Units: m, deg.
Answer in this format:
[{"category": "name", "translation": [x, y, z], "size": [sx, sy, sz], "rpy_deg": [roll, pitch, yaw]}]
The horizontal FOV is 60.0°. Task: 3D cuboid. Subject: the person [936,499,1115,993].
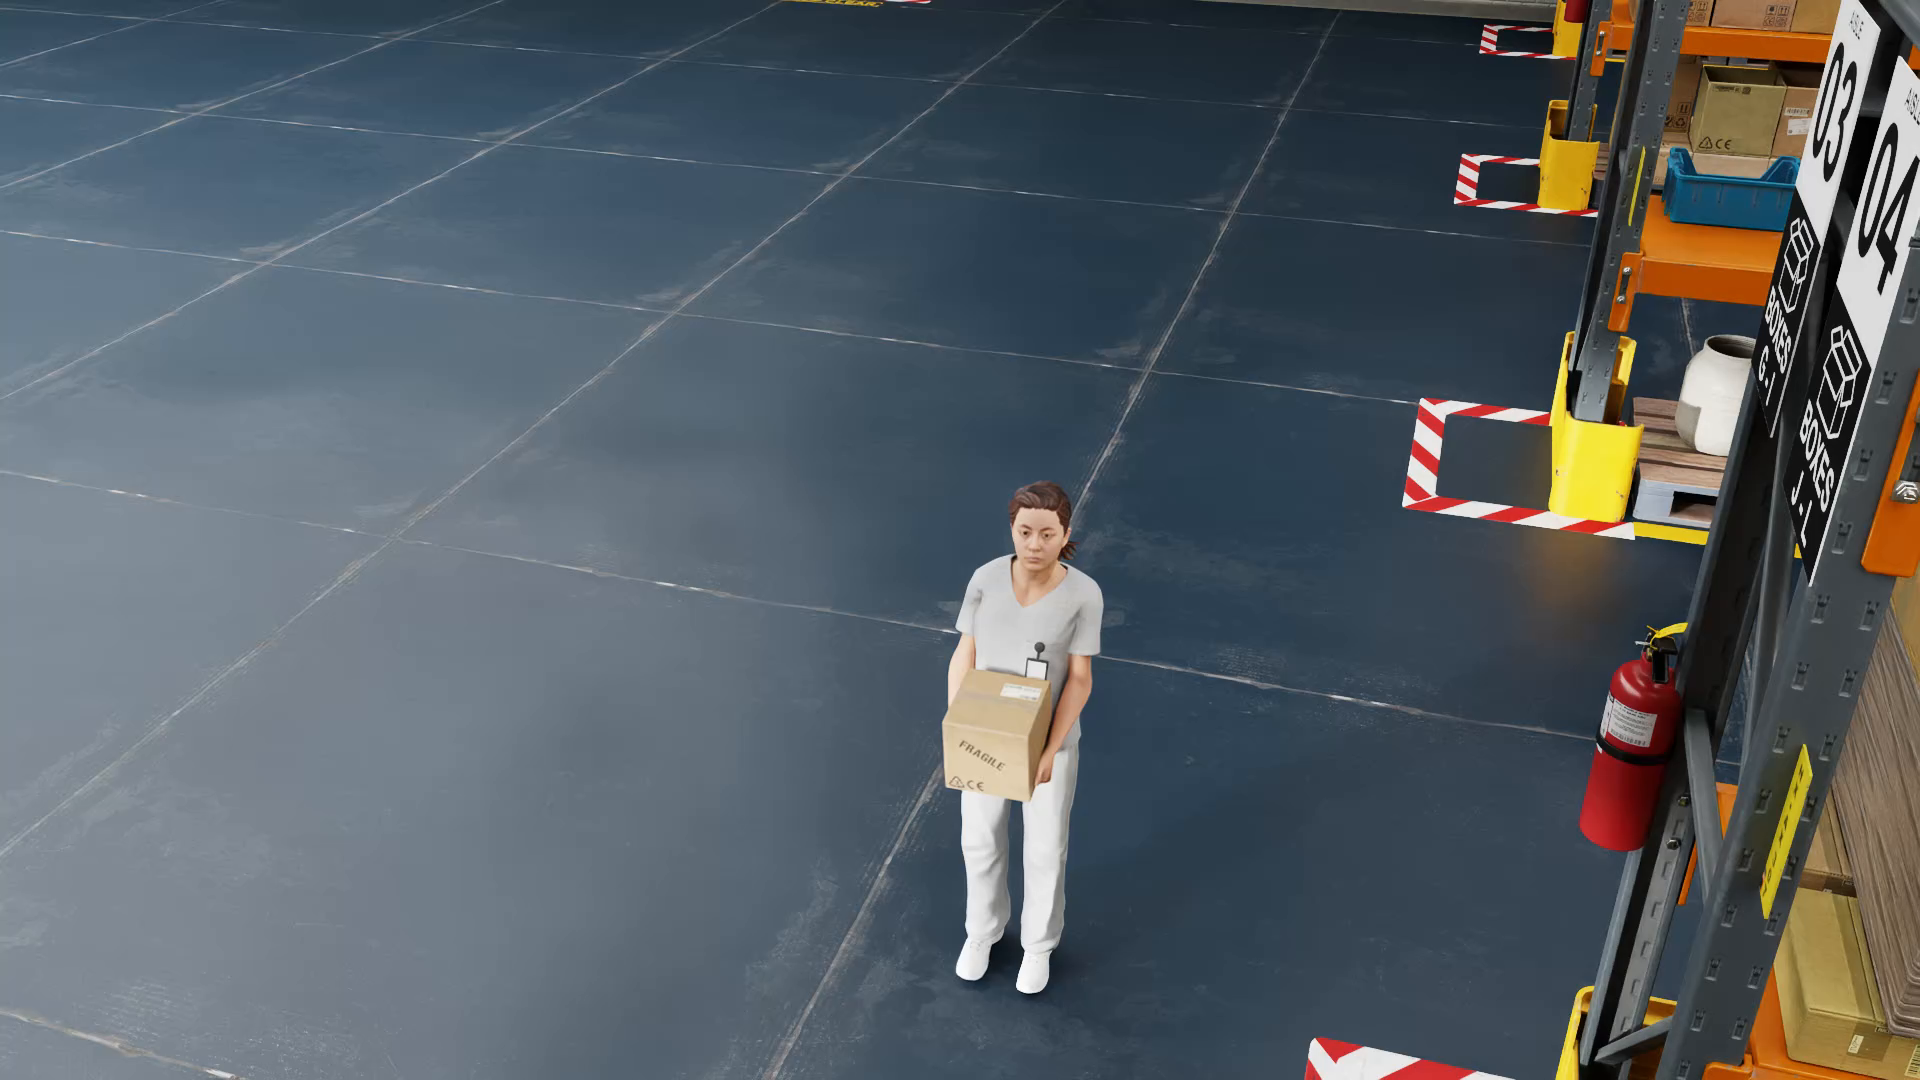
[{"category": "person", "translation": [0.194, 0.620, 5.030], "size": [0.514, 1.668, 0.411], "rpy_deg": [7, 30, 12]}]
